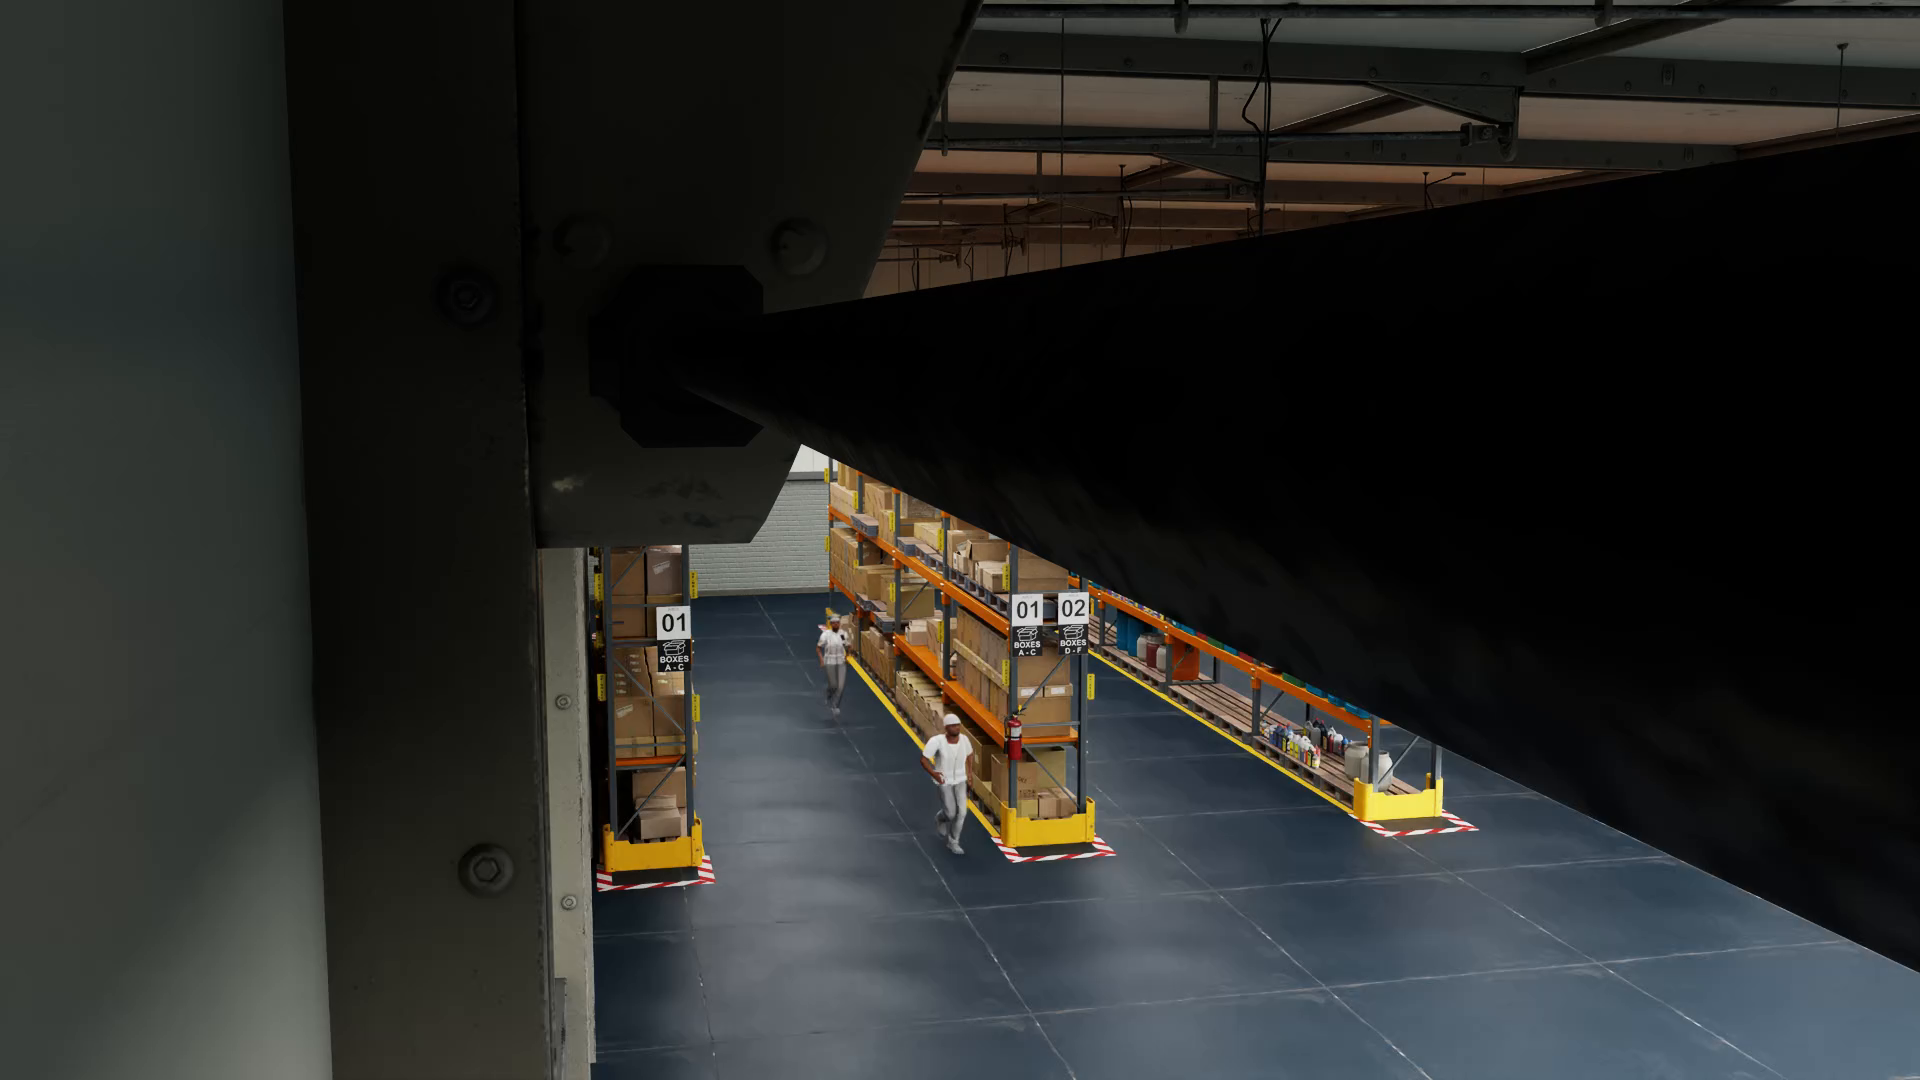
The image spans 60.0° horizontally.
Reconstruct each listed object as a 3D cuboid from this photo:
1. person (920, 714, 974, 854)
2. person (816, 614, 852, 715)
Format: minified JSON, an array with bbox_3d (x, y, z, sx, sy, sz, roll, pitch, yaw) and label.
[{"bbox_3d":[-0.132,3.022,20.812,0.736,1.741,0.598,-3,7,-24],"label":"person"},{"bbox_3d":[-2.036,2.018,27.167,0.583,1.648,0.505,-2,7,-15],"label":"person"}]
